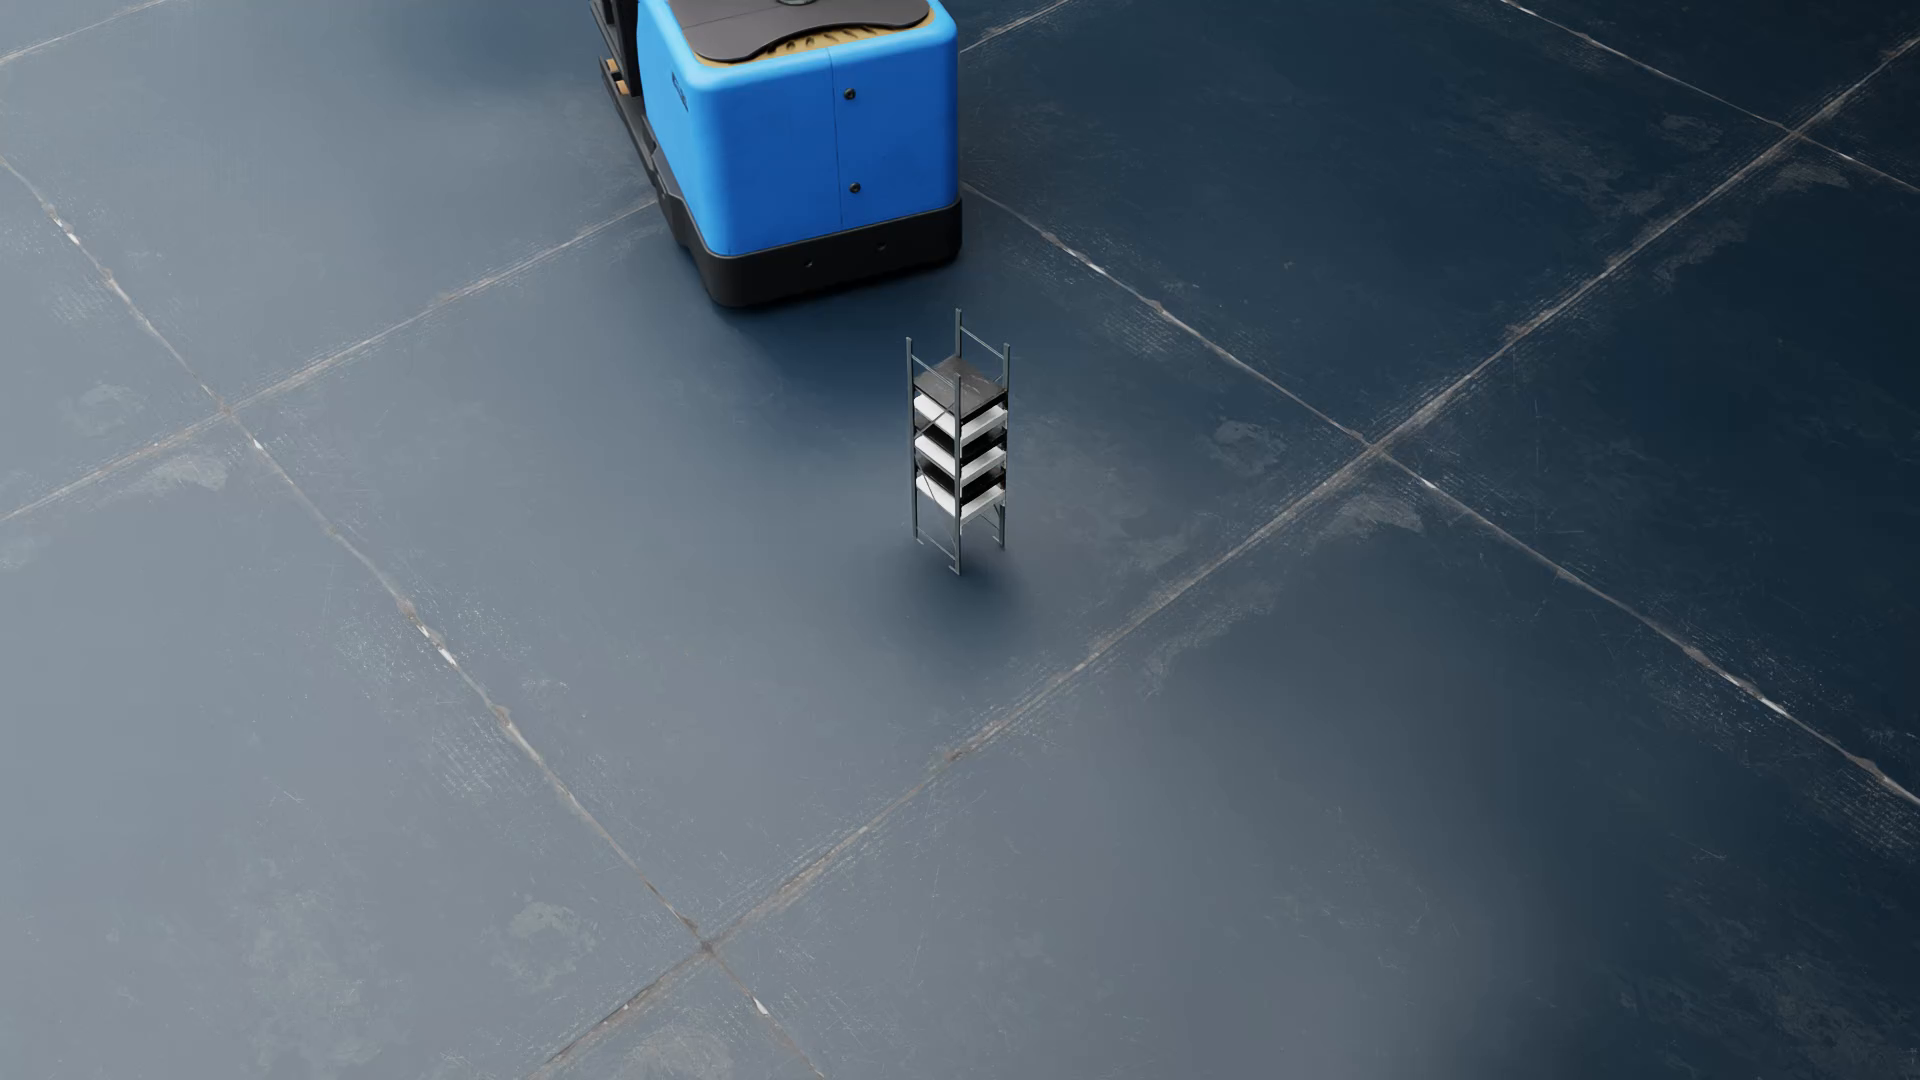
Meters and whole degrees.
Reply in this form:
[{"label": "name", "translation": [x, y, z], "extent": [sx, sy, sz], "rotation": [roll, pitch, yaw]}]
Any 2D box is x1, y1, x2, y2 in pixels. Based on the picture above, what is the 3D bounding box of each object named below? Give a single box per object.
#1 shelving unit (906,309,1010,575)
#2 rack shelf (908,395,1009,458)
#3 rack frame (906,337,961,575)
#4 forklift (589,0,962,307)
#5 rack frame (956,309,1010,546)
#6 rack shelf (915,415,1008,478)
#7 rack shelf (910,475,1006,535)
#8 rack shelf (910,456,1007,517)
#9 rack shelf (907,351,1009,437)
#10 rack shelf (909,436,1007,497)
[{"label": "shelving unit", "translation": [-0.006, -0.301, 5.416], "extent": [0.210, 0.900, 0.258], "rotation": [-34, 56, -27]}, {"label": "rack shelf", "translation": [-0.006, -0.401, 5.308], "extent": [0.200, 0.077, 0.258], "rotation": [-34, 56, -27]}, {"label": "rack frame", "translation": [-0.081, -0.251, 5.369], "extent": [0.006, 0.900, 0.240], "rotation": [-34, 56, -27]}, {"label": "forklift", "translation": [-1.000, -3.005, 6.529], "extent": [1.130, 2.935, 3.031], "rotation": [-16, 49, -14]}, {"label": "rack frame", "translation": [0.069, -0.351, 5.462], "extent": [0.006, 0.900, 0.240], "rotation": [-34, 56, -27]}, {"label": "rack shelf", "translation": [-0.006, -0.340, 5.374], "extent": [0.200, 0.077, 0.258], "rotation": [-34, 56, -27]}, {"label": "rack shelf", "translation": [-0.006, -0.156, 5.572], "extent": [0.200, 0.077, 0.258], "rotation": [-34, 56, -27]}, {"label": "rack shelf", "translation": [-0.006, -0.218, 5.506], "extent": [0.200, 0.077, 0.258], "rotation": [-34, 56, -27]}, {"label": "rack shelf", "translation": [-0.006, -0.462, 5.242], "extent": [0.200, 0.077, 0.258], "rotation": [-34, 56, -27]}, {"label": "rack shelf", "translation": [-0.006, -0.279, 5.440], "extent": [0.200, 0.077, 0.258], "rotation": [-34, 56, -27]}]
